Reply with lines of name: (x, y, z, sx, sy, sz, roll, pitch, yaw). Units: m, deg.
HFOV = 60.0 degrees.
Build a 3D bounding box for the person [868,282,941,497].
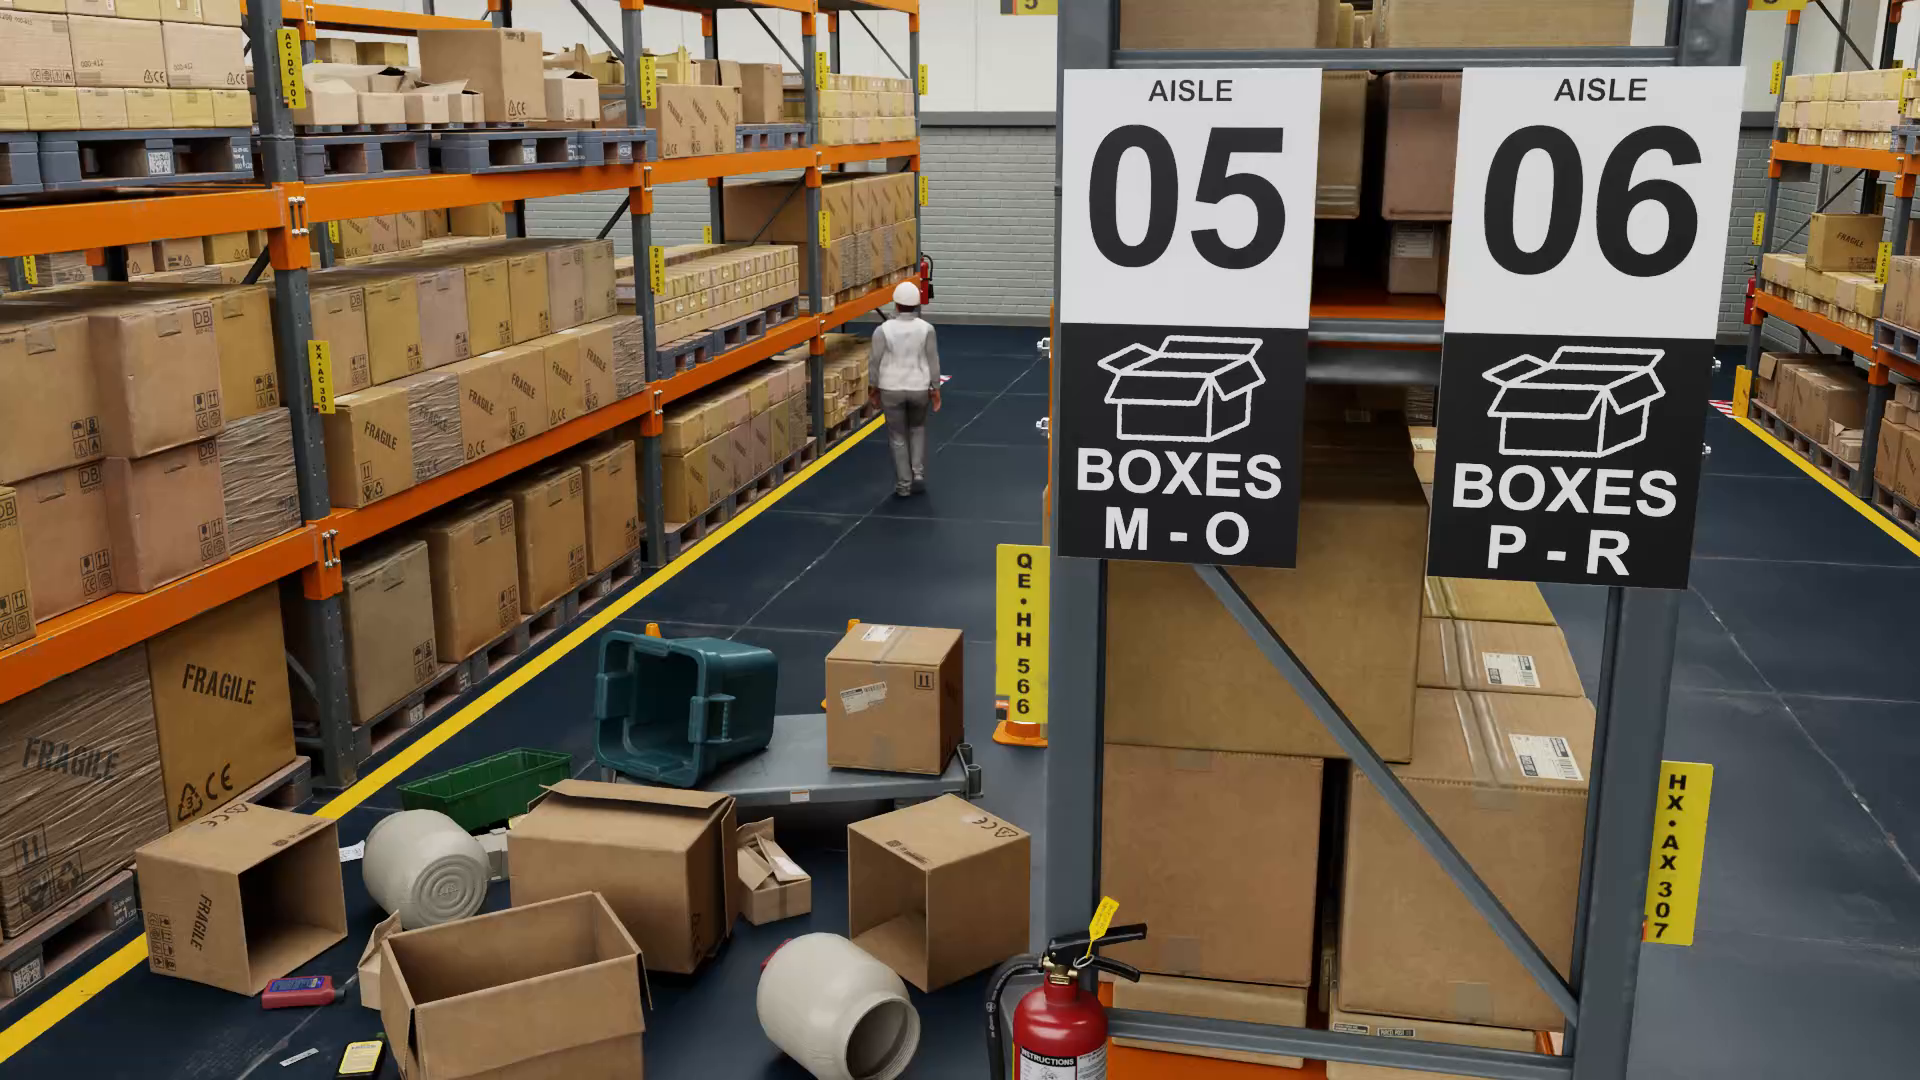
person: (-0.479, -1.229, 13.736, 0.586, 1.818, 0.498, -4, 15, -15)
